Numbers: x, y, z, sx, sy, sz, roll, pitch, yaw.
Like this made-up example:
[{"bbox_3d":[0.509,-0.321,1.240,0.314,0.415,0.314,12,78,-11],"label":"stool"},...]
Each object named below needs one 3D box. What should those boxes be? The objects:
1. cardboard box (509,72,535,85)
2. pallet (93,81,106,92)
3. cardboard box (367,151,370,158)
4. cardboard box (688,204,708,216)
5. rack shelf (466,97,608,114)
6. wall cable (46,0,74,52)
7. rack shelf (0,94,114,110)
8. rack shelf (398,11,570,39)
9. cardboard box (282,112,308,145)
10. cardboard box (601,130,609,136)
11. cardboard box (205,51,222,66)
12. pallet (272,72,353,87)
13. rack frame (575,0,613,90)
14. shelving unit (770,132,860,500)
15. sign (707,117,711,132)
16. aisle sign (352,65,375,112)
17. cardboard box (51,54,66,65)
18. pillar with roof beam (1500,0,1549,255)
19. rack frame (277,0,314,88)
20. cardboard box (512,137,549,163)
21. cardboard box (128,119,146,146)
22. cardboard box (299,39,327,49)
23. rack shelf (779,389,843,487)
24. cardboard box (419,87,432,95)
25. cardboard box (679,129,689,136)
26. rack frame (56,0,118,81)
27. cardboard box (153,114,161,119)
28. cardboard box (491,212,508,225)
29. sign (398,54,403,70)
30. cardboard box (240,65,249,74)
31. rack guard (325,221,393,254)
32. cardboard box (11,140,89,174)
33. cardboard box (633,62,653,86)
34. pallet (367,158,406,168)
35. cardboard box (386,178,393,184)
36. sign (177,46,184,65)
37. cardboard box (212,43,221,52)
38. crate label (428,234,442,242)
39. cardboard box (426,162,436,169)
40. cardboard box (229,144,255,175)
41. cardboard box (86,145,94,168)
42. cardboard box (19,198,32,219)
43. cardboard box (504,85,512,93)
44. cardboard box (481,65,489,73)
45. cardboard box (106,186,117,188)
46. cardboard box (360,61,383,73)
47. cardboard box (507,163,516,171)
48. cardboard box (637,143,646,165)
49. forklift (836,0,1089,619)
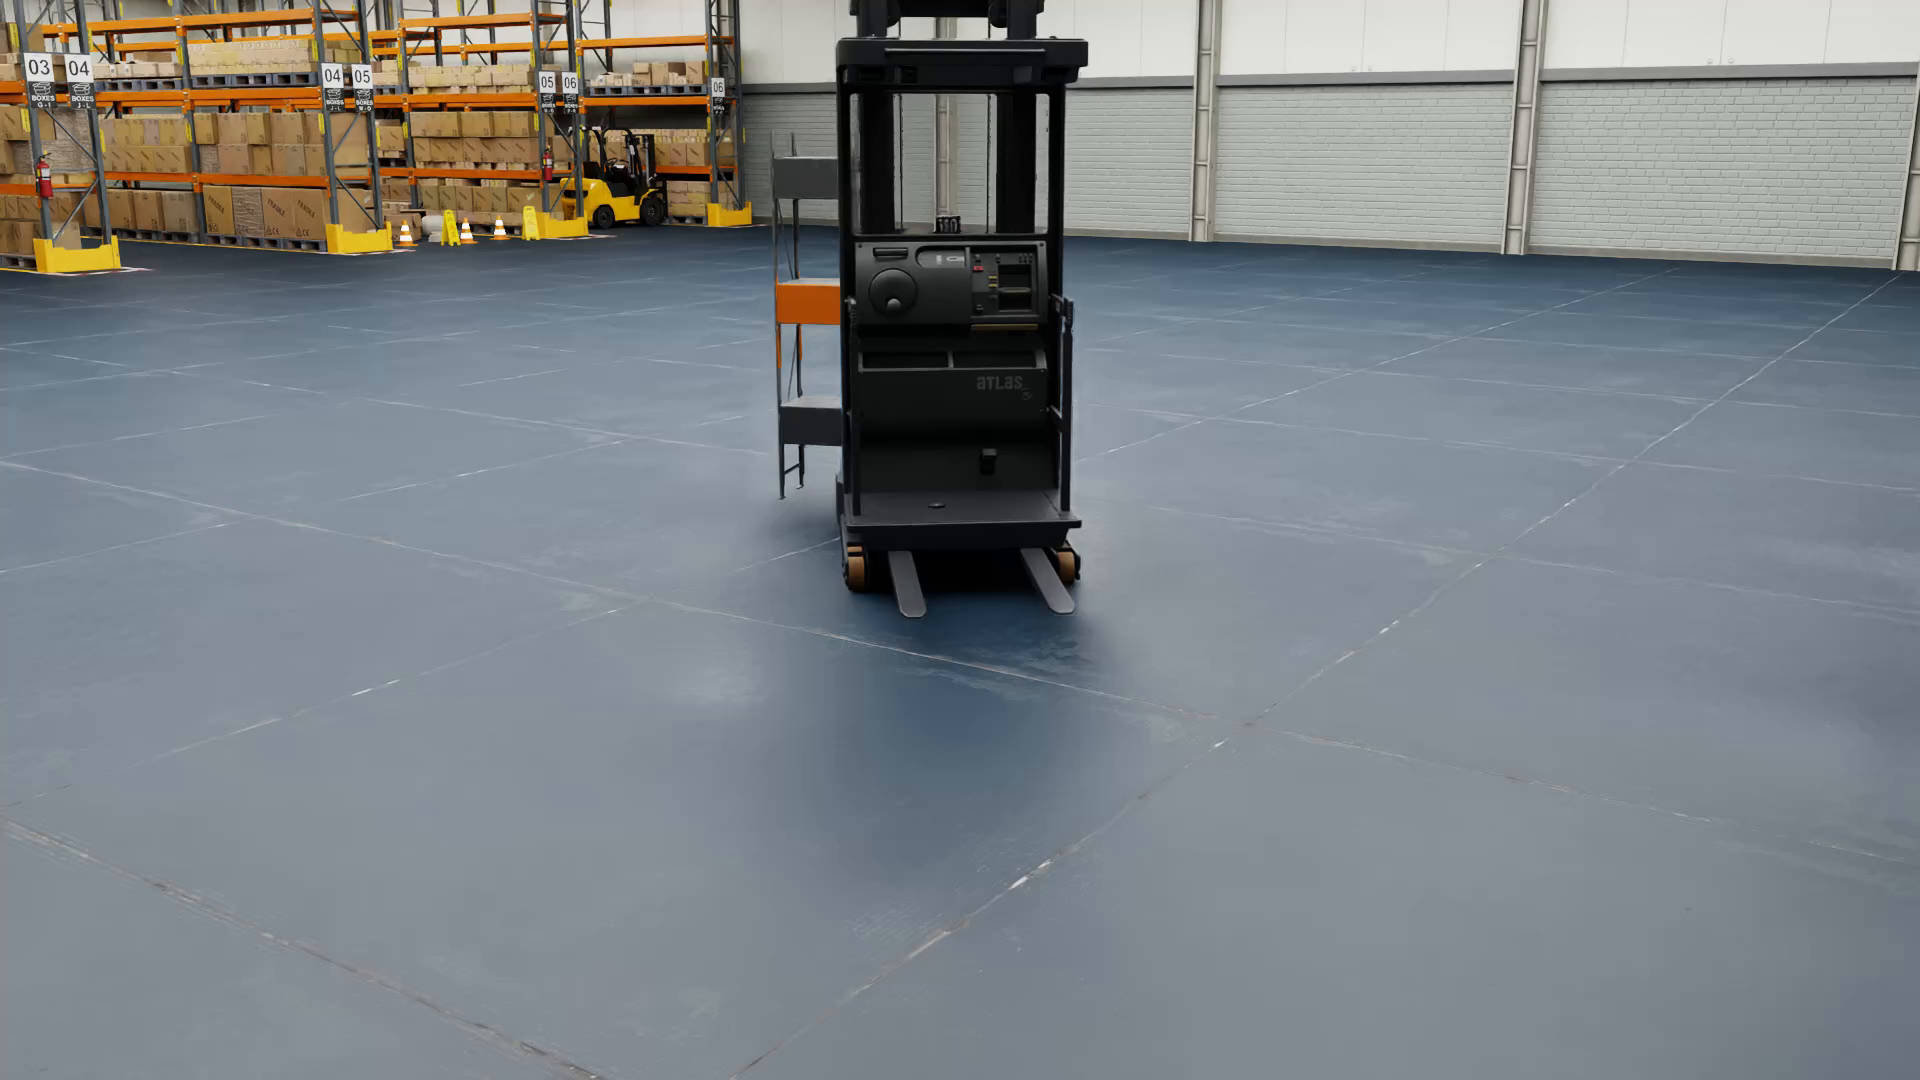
[{"bbox_3d":[-8.555,-9.128,32.904,0.500,0.250,0.500,9,16,32],"label":"cardboard box"},{"bbox_3d":[-16.733,-8.946,32.870,1.003,0.211,1.213,10,17,35],"label":"pallet"},{"bbox_3d":[-12.536,-8.317,35.828,0.250,0.149,0.380,9,17,33],"label":"cardboard box"},{"bbox_3d":[-5.779,-7.444,37.502,0.500,0.250,0.500,9,17,33],"label":"cardboard box"},{"bbox_3d":[-10.191,-10.487,40.198,4.000,0.370,1.077,9,17,33],"label":"rack shelf"},{"bbox_3d":[-24.125,-14.068,46.847,0.133,3.039,2.988,9,17,33],"label":"wall cable"},{"bbox_3d":[-18.956,-9.032,34.324,4.000,0.370,1.077,9,17,33],"label":"rack shelf"},{"bbox_3d":[-9.639,-10.415,33.671,4.000,0.370,1.077,9,17,33],"label":"rack shelf"},{"bbox_3d":[-11.452,-7.294,29.488,0.550,0.550,0.875,9,17,33],"label":"cardboard box"},{"bbox_3d":[-8.155,-9.504,38.797,0.250,0.149,0.380,9,17,34],"label":"cardboard box"},{"bbox_3d":[-13.308,-8.712,30.144,0.500,0.250,0.500,9,17,32],"label":"cardboard box"},{"bbox_3d":[-11.280,-8.095,29.224,1.213,0.211,1.003,9,17,33],"label":"pallet"},{"bbox_3d":[-8.531,-12.024,38.668,0.127,3.000,1.000,9,17,33],"label":"rack frame"},{"bbox_3d":[-0.769,-1.287,9.654,0.503,2.100,0.431,3,14,13],"label":"shelving unit"},{"bbox_3d":[-5.527,-9.146,36.625,0.005,0.325,0.100,9,17,33],"label":"sign"},{"bbox_3d":[-10.432,-7.897,29.071,0.004,0.787,0.394,9,17,33],"label":"aisle sign"},{"bbox_3d":[-13.610,-7.269,25.185,0.250,0.149,0.380,9,17,32],"label":"cardboard box"},{"bbox_3d":[7.246,-8.488,24.385,0.400,9.000,9.100,9,17,33],"label":"pillar with roof beam"},{"bbox_3d":[-14.618,-11.570,36.835,0.127,3.000,1.000,9,17,33],"label":"rack frame"},{"bbox_3d":[-8.584,-7.796,33.246,0.500,0.500,0.500,9,16,32],"label":"cardboard box"},{"bbox_3d":[-15.658,-7.925,32.305,0.500,0.500,0.700,9,17,32],"label":"cardboard box"},{"bbox_3d":[-11.127,-8.536,28.601,0.250,0.149,0.380,9,17,33],"label":"cardboard box"},{"bbox_3d":[-0.769,-0.595,9.826,0.480,0.518,0.431,3,14,13],"label":"rack shelf"},{"bbox_3d":[-10.992,-9.318,34.503,0.250,0.149,0.380,9,17,33],"label":"cardboard box"},{"bbox_3d":[-6.081,-9.146,37.349,0.250,0.149,0.380,10,17,34],"label":"cardboard box"},{"bbox_3d":[-17.297,-10.569,32.793,0.127,3.000,1.000,9,17,33],"label":"rack frame"},{"bbox_3d":[-19.178,-10.170,40.026,0.250,0.149,0.380,9,17,32],"label":"cardboard box"},{"bbox_3d":[-9.226,-6.580,34.010,0.500,0.250,0.500,9,17,33],"label":"cardboard box"},{"bbox_3d":[-11.605,-9.909,34.470,0.005,0.325,0.100,9,17,33],"label":"sign"},{"bbox_3d":[-12.603,-8.387,29.659,0.250,0.149,0.380,9,17,34],"label":"cardboard box"},{"bbox_3d":[-10.638,-5.368,29.467,0.348,0.500,1.175,9,17,33],"label":"rack guard"},{"bbox_3d":[-13.951,-5.881,25.512,0.500,0.500,0.875,9,17,33],"label":"cardboard box"},{"bbox_3d":[-6.974,-10.588,37.813,0.637,0.503,0.797,10,17,35],"label":"cardboard box"},{"bbox_3d":[-12.952,-8.307,36.539,1.213,0.211,1.003,9,17,33],"label":"pallet"},{"bbox_3d":[-14.748,-9.367,43.398,0.250,0.149,0.380,9,16,31],"label":"cardboard box"},{"bbox_3d":[-14.272,-8.871,30.444,0.005,0.325,0.100,9,17,33],"label":"sign"},{"bbox_3d":[-13.232,-8.876,29.976,0.250,0.149,0.380,9,16,32],"label":"cardboard box"},{"bbox_3d":[-10.081,-5.822,32.057,0.298,0.136,0.250,1,14,4],"label":"crate label"},{"bbox_3d":[-10.978,-7.870,34.895,0.250,0.149,0.380,10,17,34],"label":"cardboard box"},{"bbox_3d":[-12.813,-6.982,30.472,0.550,0.550,0.875,9,17,33],"label":"cardboard box"},{"bbox_3d":[-17.075,-7.592,33.041,0.500,0.500,0.500,9,17,33],"label":"cardboard box"},{"bbox_3d":[-19.268,-6.894,34.759,0.500,0.500,0.500,10,17,34],"label":"cardboard box"},{"bbox_3d":[-8.858,-8.981,33.139,0.250,0.149,0.380,10,17,34],"label":"cardboard box"},{"bbox_3d":[-9.423,-9.484,33.515,0.250,0.149,0.380,9,16,31],"label":"cardboard box"},{"bbox_3d":[-17.734,-7.153,34.242,0.500,0.250,0.500,8,16,30],"label":"cardboard box"},{"bbox_3d":[-12.710,-10.136,35.682,0.500,0.250,0.500,10,17,34],"label":"cardboard box"},{"bbox_3d":[-8.882,-7.521,33.486,0.250,0.149,0.380,9,16,32],"label":"cardboard box"},{"bbox_3d":[-7.041,-8.843,38.094,0.500,0.500,0.500,9,17,33],"label":"cardboard box"},{"bbox_3d":[-0.019,-1.267,7.843,1.130,2.935,3.031,-1,14,-5],"label":"forklift"}]
